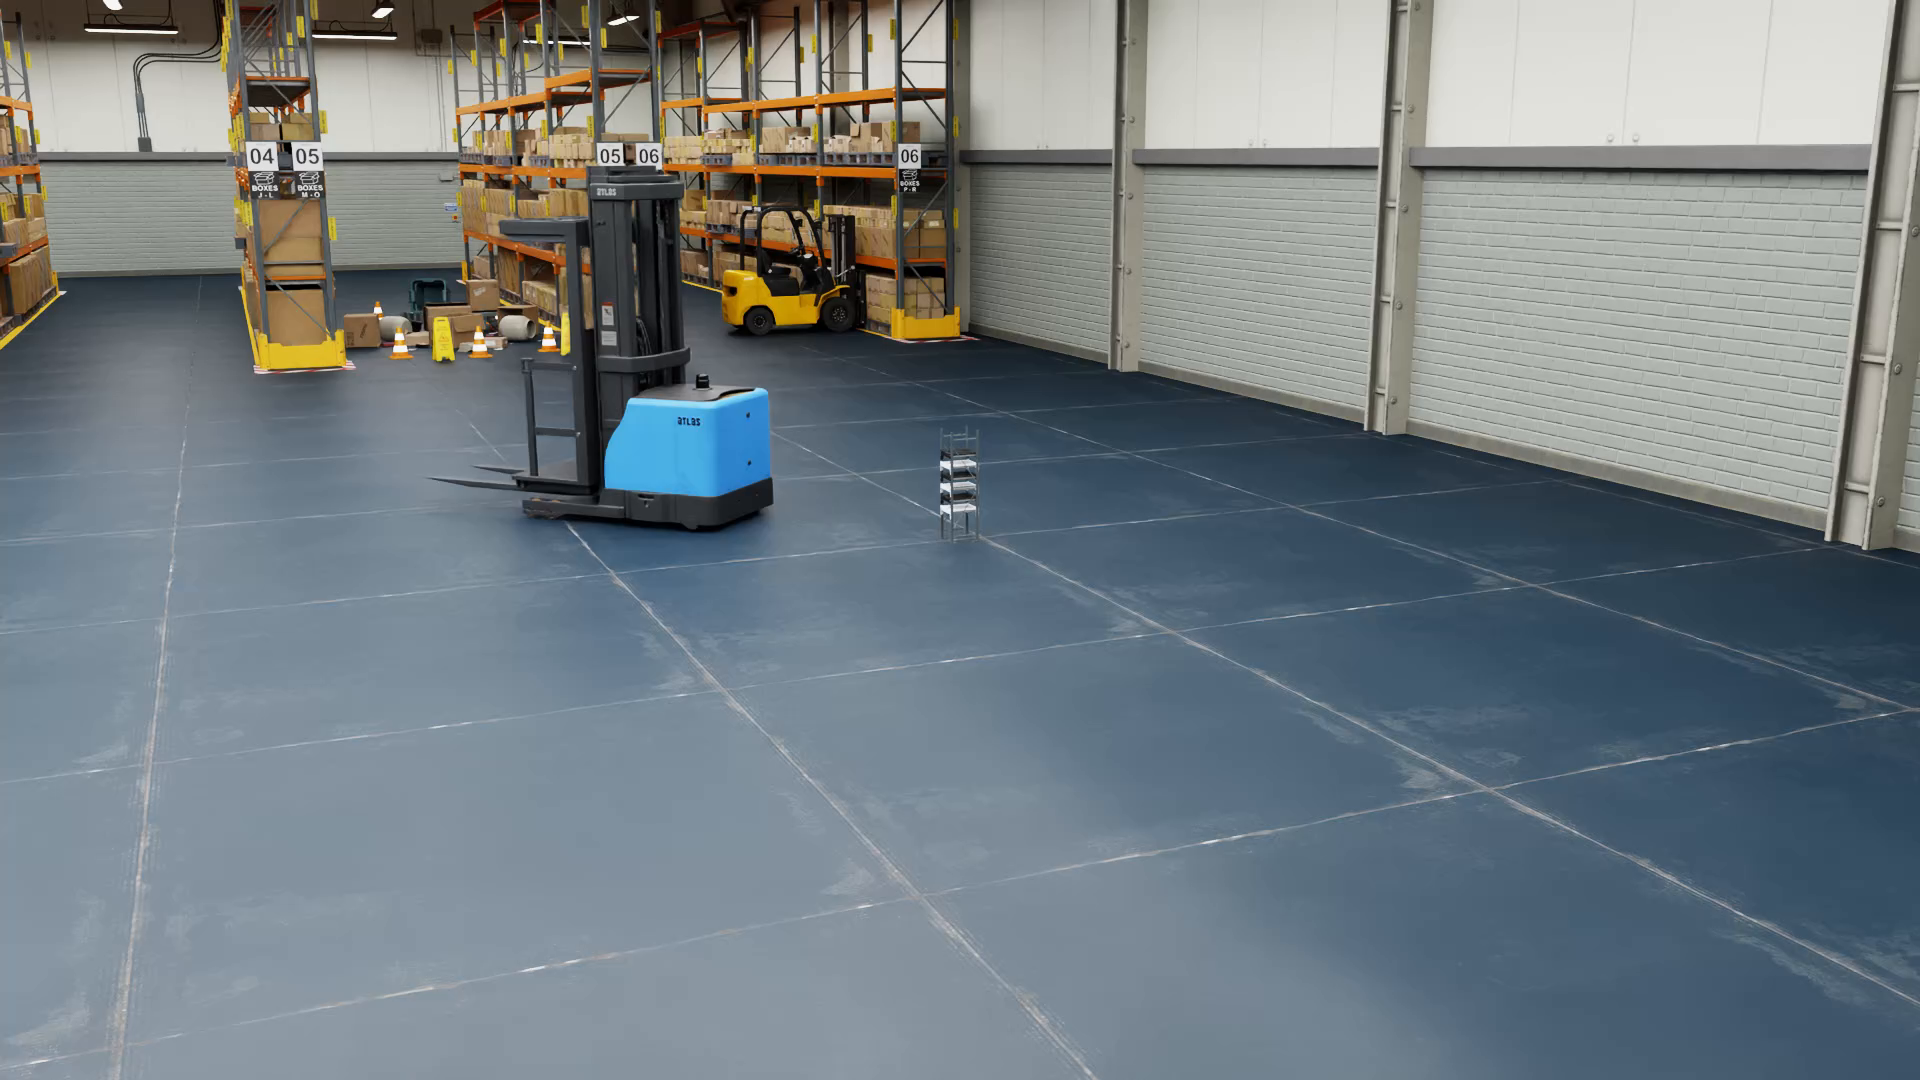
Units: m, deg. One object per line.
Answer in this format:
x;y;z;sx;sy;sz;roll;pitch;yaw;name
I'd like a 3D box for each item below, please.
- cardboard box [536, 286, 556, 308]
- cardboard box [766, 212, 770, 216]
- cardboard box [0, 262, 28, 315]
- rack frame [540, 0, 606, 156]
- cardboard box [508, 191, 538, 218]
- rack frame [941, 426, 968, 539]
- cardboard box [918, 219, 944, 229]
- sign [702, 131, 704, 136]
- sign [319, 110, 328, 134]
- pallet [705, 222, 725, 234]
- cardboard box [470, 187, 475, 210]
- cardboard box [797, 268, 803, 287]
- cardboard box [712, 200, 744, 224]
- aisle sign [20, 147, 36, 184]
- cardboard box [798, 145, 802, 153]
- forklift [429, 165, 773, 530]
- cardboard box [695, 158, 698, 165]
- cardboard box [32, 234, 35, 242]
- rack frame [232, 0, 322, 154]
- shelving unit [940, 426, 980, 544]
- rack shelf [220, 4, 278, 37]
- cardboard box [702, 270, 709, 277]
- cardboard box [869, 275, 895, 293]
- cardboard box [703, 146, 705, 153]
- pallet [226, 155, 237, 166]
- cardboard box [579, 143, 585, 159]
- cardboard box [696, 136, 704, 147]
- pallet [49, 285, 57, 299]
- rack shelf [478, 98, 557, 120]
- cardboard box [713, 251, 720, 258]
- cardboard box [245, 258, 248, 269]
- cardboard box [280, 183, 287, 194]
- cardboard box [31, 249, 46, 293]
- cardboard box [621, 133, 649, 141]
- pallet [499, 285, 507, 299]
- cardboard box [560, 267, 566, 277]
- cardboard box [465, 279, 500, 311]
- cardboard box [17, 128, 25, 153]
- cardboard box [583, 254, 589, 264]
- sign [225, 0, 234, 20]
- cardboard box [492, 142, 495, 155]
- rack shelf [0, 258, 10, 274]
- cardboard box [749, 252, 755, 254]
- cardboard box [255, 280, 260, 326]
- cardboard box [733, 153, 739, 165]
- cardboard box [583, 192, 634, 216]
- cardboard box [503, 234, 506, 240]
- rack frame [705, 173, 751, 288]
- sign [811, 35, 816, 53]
-7.521;-4.631;31.622;0.950;0.372;0.625;-5;14;-21;cardboard box
-3.828;-6.799;34.435;0.380;0.149;0.250;-5;14;-22;cardboard box
-17.678;-4.552;30.165;1.225;0.875;0.875;-6;14;-26;cardboard box
-6.738;-8.229;28.969;1.000;3.000;0.127;-6;14;-23;rack frame
-8.787;-6.752;33.451;0.500;0.500;0.500;-6;14;-24;cardboard box
-0.044;-0.461;13.366;0.240;0.900;0.006;-6;14;-23;rack frame
-0.487;-5.387;28.335;0.380;0.149;0.250;-6;14;-24;cardboard box
-6.482;-10.174;42.058;0.100;0.325;0.005;-6;14;-23;sign
-9.120;-5.987;23.818;0.100;0.325;0.005;-6;14;-23;sign
-5.176;-7.140;37.993;1.003;0.211;1.213;-6;14;-23;pallet
-10.986;-7.882;38.334;0.500;0.500;0.500;-6;14;-23;cardboard box
-2.714;-5.071;32.963;0.875;0.625;0.625;-6;14;-24;cardboard box
-5.200;-7.435;37.687;0.700;0.500;0.500;-5;14;-22;cardboard box
-20.379;-8.199;36.378;0.394;0.787;0.004;-6;14;-23;aisle sign
-2.910;-7.548;32.080;0.380;0.149;0.250;-6;14;-23;cardboard box
-3.187;-1.704;14.231;3.031;2.935;1.130;5;14;21;forklift
-6.005;-8.902;39.086;0.380;0.149;0.250;-5;14;-21;cardboard box
-19.048;-6.142;33.811;0.380;0.149;0.250;-5;14;-21;cardboard box
-9.631;-6.935;23.376;1.000;3.000;0.127;-6;14;-23;rack frame
-0.003;-0.440;13.276;0.258;0.900;0.210;-6;14;-23;shelving unit
-15.239;-11.096;35.580;1.077;0.370;4.000;-6;14;-23;rack shelf
-5.888;-6.313;39.384;0.380;0.149;0.250;-6;14;-25;cardboard box
-1.269;-4.453;28.908;0.500;0.250;0.500;-5;14;-22;cardboard box
-5.641;-8.903;37.937;0.380;0.149;0.250;-5;14;-22;cardboard box
-13.869;-7.510;32.930;1.213;0.211;1.003;-6;14;-23;pallet
-5.775;-6.200;26.526;0.500;0.250;0.500;-6;14;-24;cardboard box
-5.819;-9.268;38.672;0.500;0.250;0.500;-6;14;-23;cardboard box
-20.233;-5.374;36.121;1.003;0.211;1.213;-6;14;-23;pallet
-9.141;-8.923;34.451;1.077;0.370;4.000;-6;14;-23;rack shelf
-5.496;-6.613;38.464;0.380;0.149;0.250;-5;14;-20;cardboard box
-14.384;-5.667;34.152;0.500;0.250;0.500;-6;14;-25;cardboard box
-14.395;-7.287;35.105;0.500;0.500;0.500;-5;14;-22;cardboard box
-19.574;-5.563;34.535;0.875;0.875;0.875;-6;14;-23;cardboard box
-5.091;-6.299;26.071;0.380;0.149;0.250;-6;14;-23;cardboard box
-9.564;-5.448;36.442;1.003;0.211;1.213;-6;14;-23;pallet
-6.754;-4.675;28.983;0.380;0.149;0.250;-5;14;-22;cardboard box
-8.357;-4.291;29.120;0.500;0.500;0.500;-6;14;-23;cardboard box
-19.682;-8.216;34.190;0.700;0.500;0.500;-5;14;-20;cardboard box
-5.898;-4.563;26.991;0.380;0.149;0.250;-5;14;-22;cardboard box
-10.133;-7.382;23.063;0.100;0.325;0.005;-6;14;-23;sign
-9.531;-8.151;34.648;0.396;0.266;0.258;-4;14;-18;cardboard box
-16.619;-4.474;27.644;1.077;0.370;4.000;-6;14;-23;rack shelf
-4.581;-6.446;37.741;0.380;0.149;0.250;-5;14;-21;cardboard box
-10.680;-3.686;26.423;0.875;0.875;0.875;-6;14;-23;cardboard box
-4.624;-8.262;36.093;0.500;0.250;0.500;-6;14;-23;cardboard box
-5.540;-5.247;26.288;0.700;0.500;0.500;-6;14;-24;cardboard box
-9.187;-6.350;34.489;0.500;0.250;0.500;-6;14;-24;cardboard box
-5.396;-7.408;38.727;1.000;3.000;0.127;-6;14;-23;rack frame
-2.684;-9.120;30.572;0.100;0.325;0.005;-6;14;-23;sign
